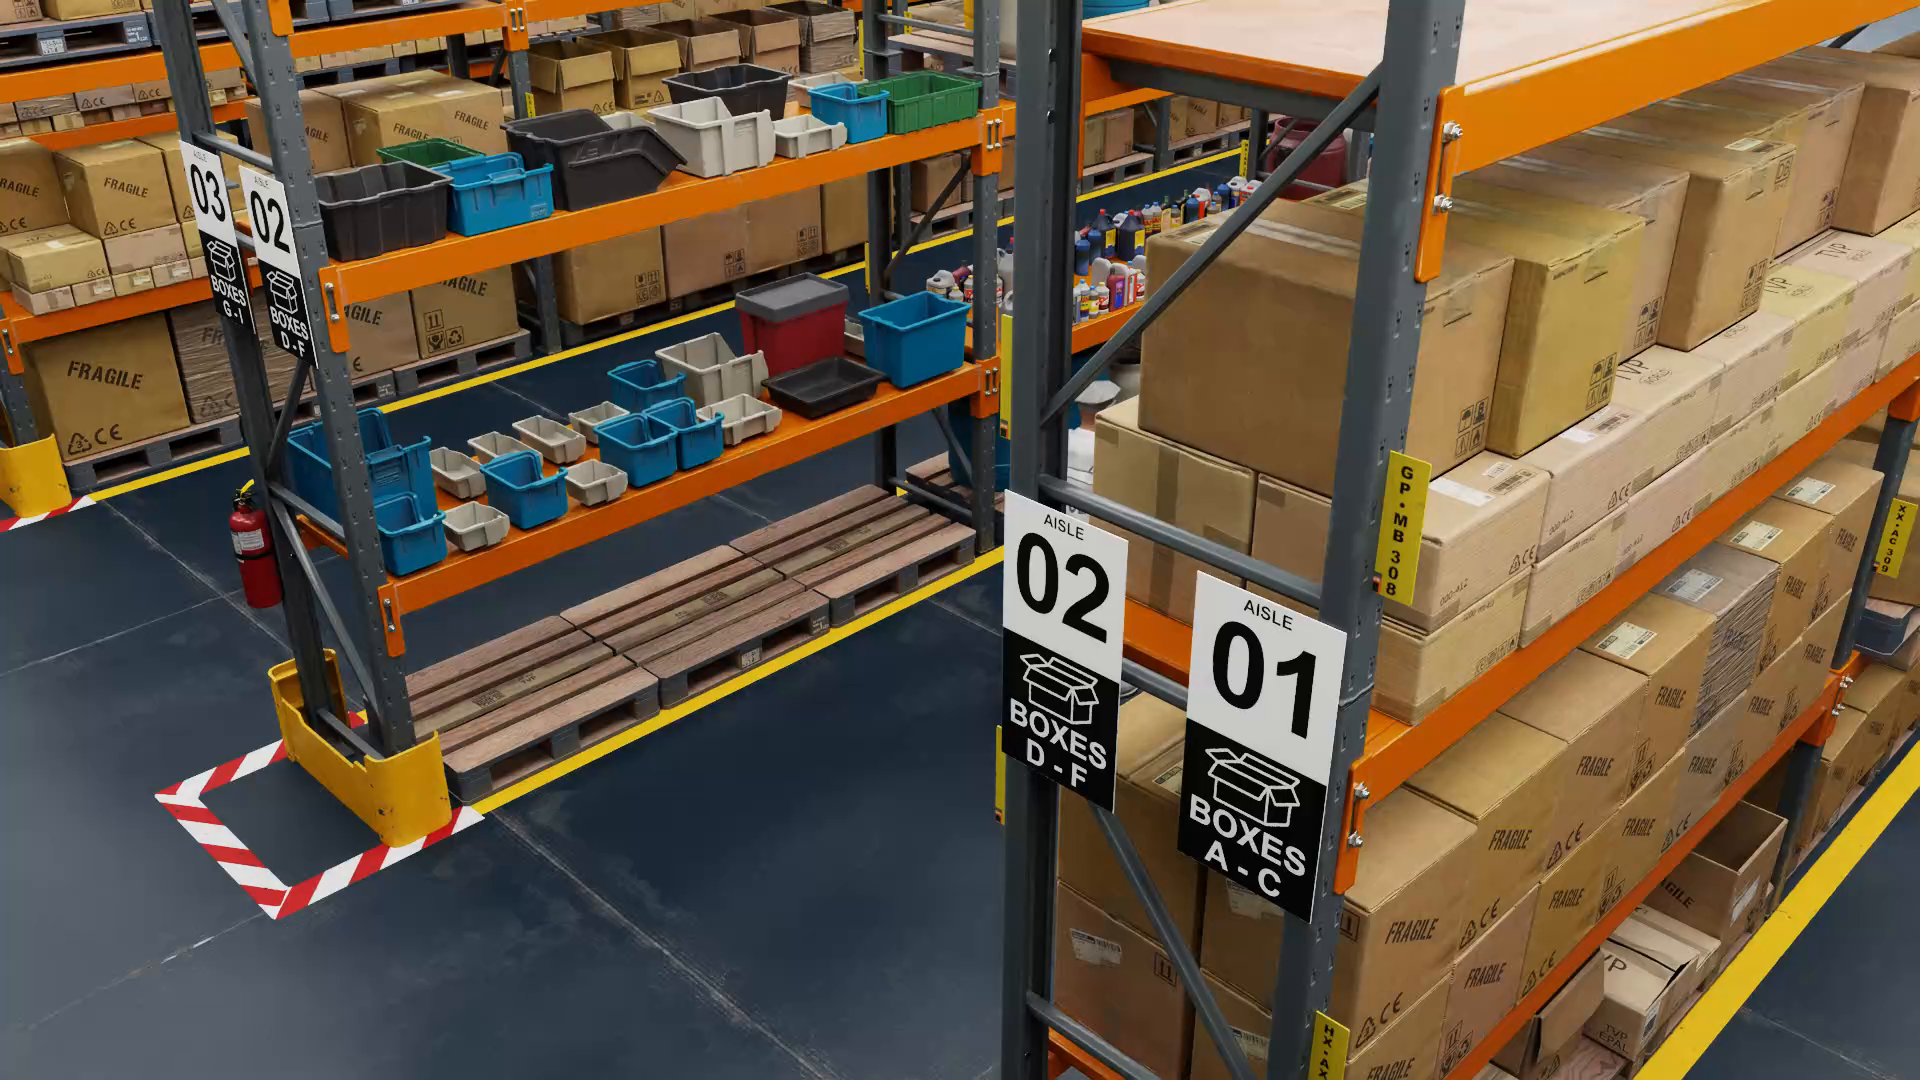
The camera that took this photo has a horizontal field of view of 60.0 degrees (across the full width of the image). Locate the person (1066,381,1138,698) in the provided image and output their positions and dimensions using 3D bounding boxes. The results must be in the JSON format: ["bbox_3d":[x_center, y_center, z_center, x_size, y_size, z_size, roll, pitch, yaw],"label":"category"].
[{"bbox_3d":[0.661,0.025,8.858,0.594,1.748,0.433,24,36,37],"label":"person"}]
